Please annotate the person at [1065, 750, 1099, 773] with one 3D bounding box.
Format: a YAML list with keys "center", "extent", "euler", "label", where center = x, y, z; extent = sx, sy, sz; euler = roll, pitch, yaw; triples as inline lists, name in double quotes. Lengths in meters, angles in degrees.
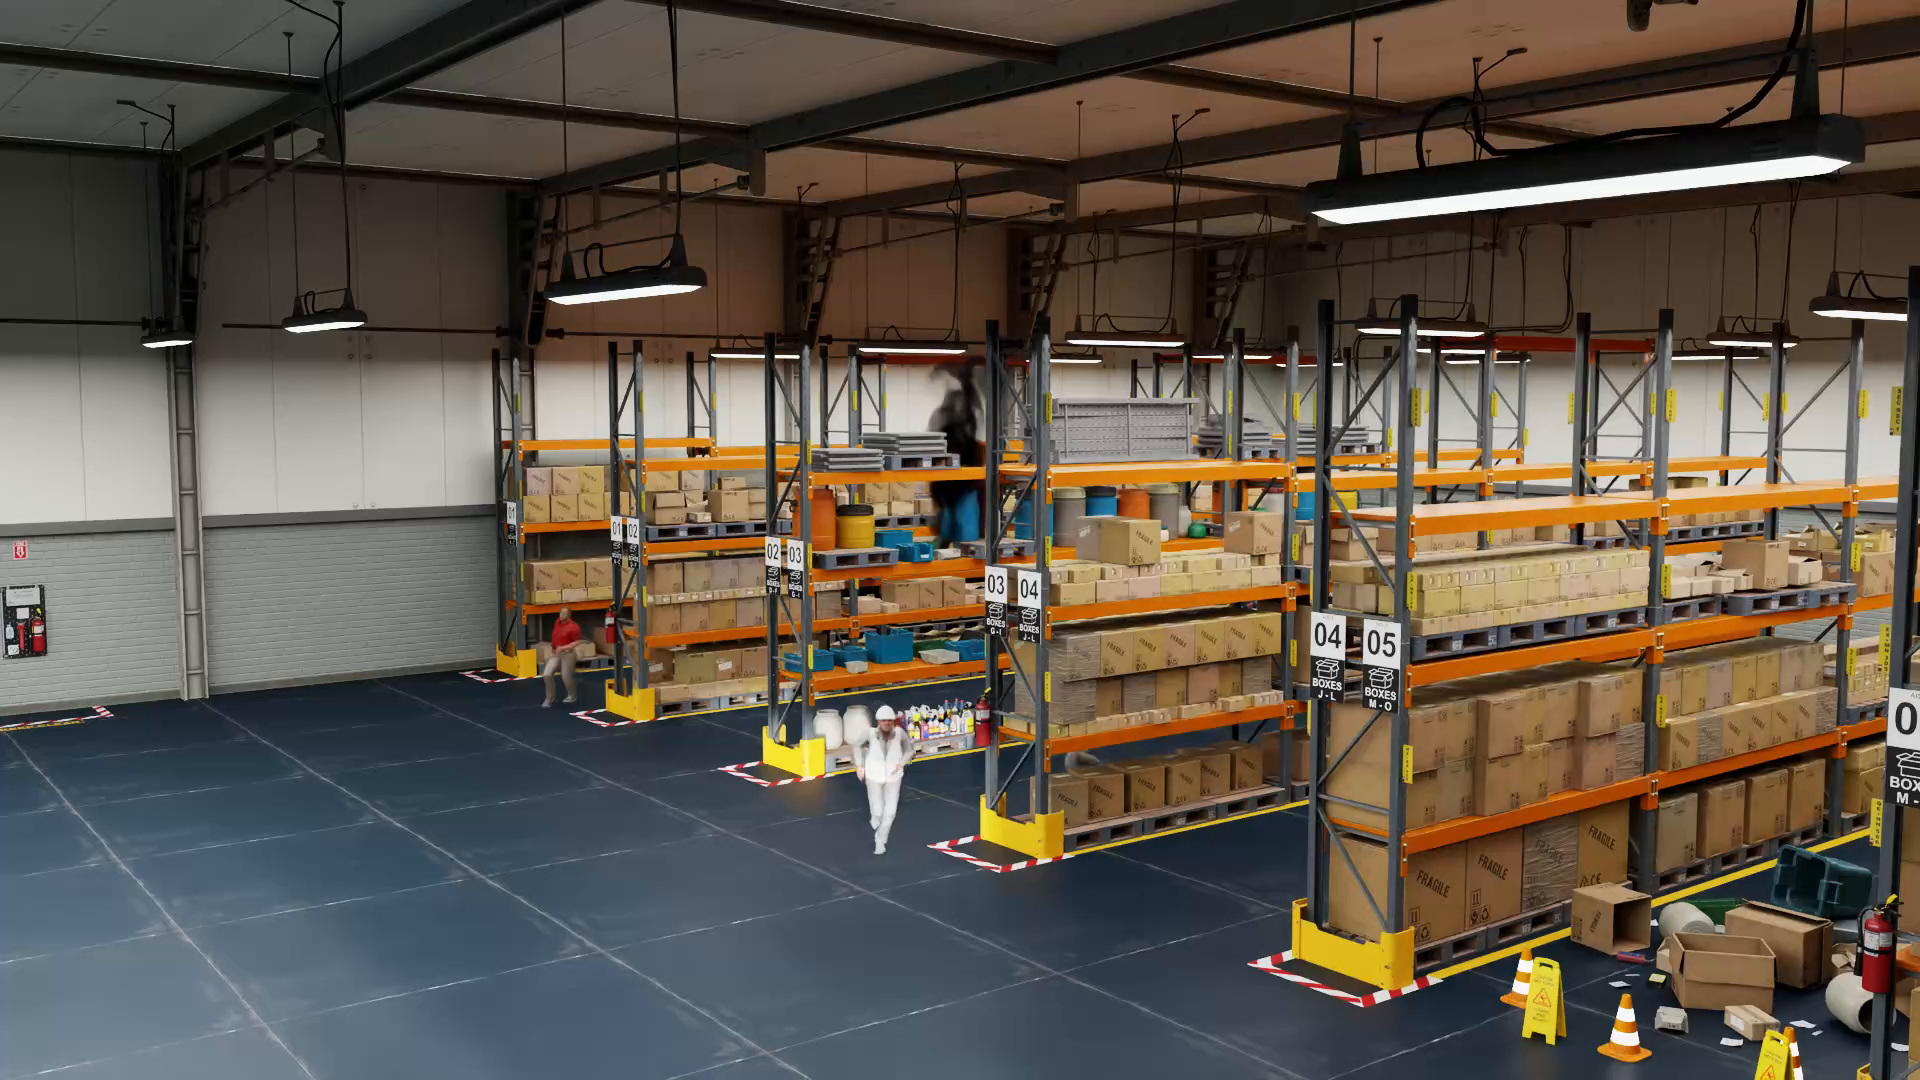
- center: [1.555, 2.402, 21.572]
  extent: [0.893, 1.755, 0.652]
  euler: [-4, 7, -41]
  label: "person"

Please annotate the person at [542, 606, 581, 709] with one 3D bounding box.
- center: [-6.515, 1.936, 27.407]
  extent: [0.680, 1.732, 0.776]
  euler: [2, 6, 24]
  label: "person"

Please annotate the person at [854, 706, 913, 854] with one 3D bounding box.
- center: [-0.867, 2.685, 18.806]
  extent: [0.651, 1.708, 0.760]
  euler: [-1, 5, -12]
  label: "person"
